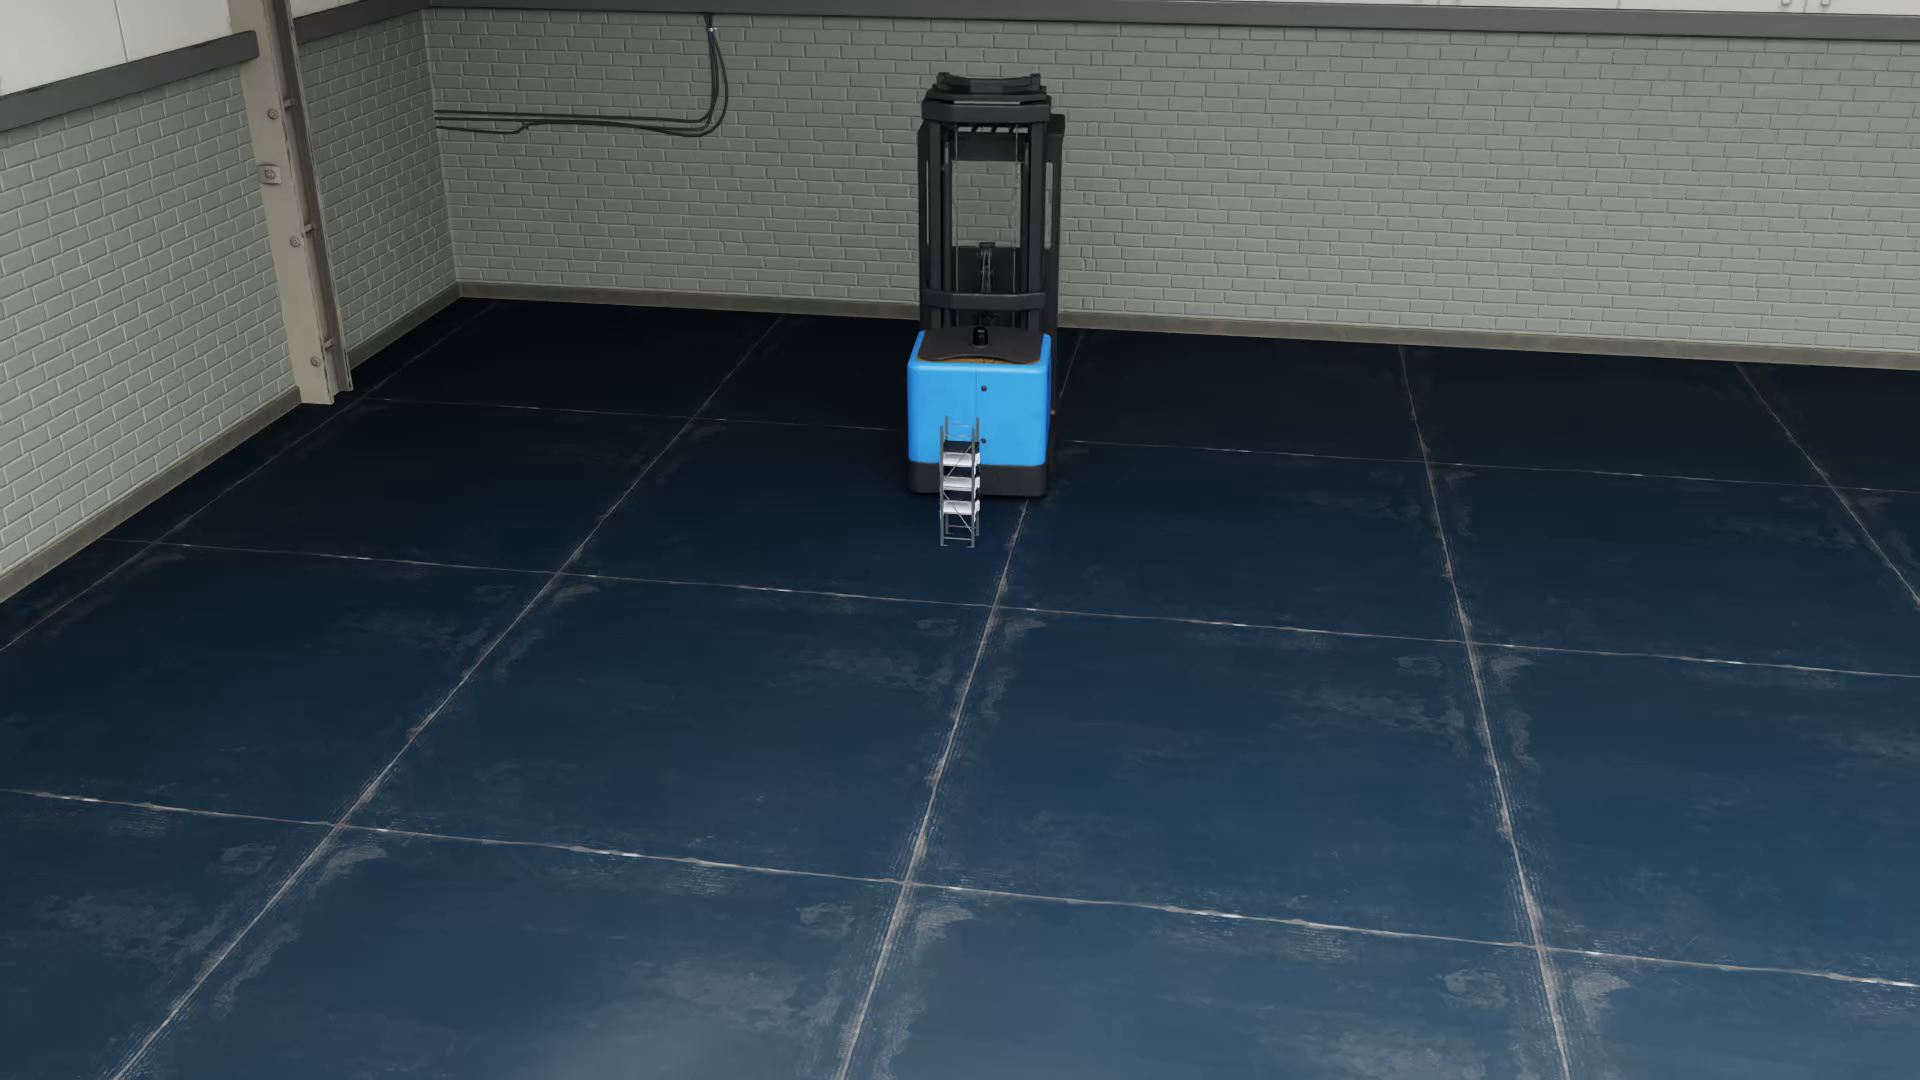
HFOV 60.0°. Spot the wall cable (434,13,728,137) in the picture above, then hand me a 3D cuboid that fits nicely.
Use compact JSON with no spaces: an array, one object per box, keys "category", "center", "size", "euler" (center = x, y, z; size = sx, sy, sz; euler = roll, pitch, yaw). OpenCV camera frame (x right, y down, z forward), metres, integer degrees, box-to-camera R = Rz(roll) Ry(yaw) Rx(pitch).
[{"category":"wall cable","center":[-3.734,-5.067,15.668],"size":[3.097,2.526,0.112],"euler":[4,25,9]}]

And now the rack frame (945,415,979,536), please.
[{"category":"rack frame","center":[0.015,-0.447,11.687],"size":[0.240,0.900,0.006],"euler":[4,25,9]}]

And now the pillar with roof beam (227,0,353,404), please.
[{"category":"pillar with roof beam","center":[-1.273,-5.035,11.936],"size":[9.100,9.000,0.400],"euler":[4,25,9]}]

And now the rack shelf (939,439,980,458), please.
[{"category":"rack shelf","center":[-0.001,-0.619,11.496],"size":[0.258,0.077,0.200],"euler":[4,25,9]}]

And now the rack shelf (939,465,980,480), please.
[{"category":"rack shelf","center":[-0.001,-0.455,11.572],"size":[0.258,0.077,0.200],"euler":[4,25,9]}]

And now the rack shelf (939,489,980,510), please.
[{"category":"rack shelf","center":[-0.001,-0.292,11.649],"size":[0.258,0.077,0.200],"euler":[4,25,9]}]

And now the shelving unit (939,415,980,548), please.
[{"category":"shelving unit","center":[-0.001,-0.404,11.596],"size":[0.258,0.900,0.210],"euler":[4,25,9]}]

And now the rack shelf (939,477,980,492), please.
[{"category":"rack shelf","center":[-0.001,-0.374,11.610],"size":[0.258,0.077,0.200],"euler":[4,25,9]}]

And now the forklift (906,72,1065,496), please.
[{"category":"forklift","center":[0.247,-2.239,13.120],"size":[1.130,2.935,3.031],"euler":[2,25,5]}]

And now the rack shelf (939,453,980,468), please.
[{"category":"rack shelf","center":[-0.001,-0.537,11.534],"size":[0.258,0.077,0.200],"euler":[4,25,9]}]

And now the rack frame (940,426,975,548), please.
[{"category":"rack frame","center":[-0.018,-0.362,11.505],"size":[0.240,0.900,0.006],"euler":[4,25,9]}]

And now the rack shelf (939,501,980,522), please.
[{"category":"rack shelf","center":[-0.001,-0.211,11.687],"size":[0.258,0.077,0.200],"euler":[4,25,9]}]
